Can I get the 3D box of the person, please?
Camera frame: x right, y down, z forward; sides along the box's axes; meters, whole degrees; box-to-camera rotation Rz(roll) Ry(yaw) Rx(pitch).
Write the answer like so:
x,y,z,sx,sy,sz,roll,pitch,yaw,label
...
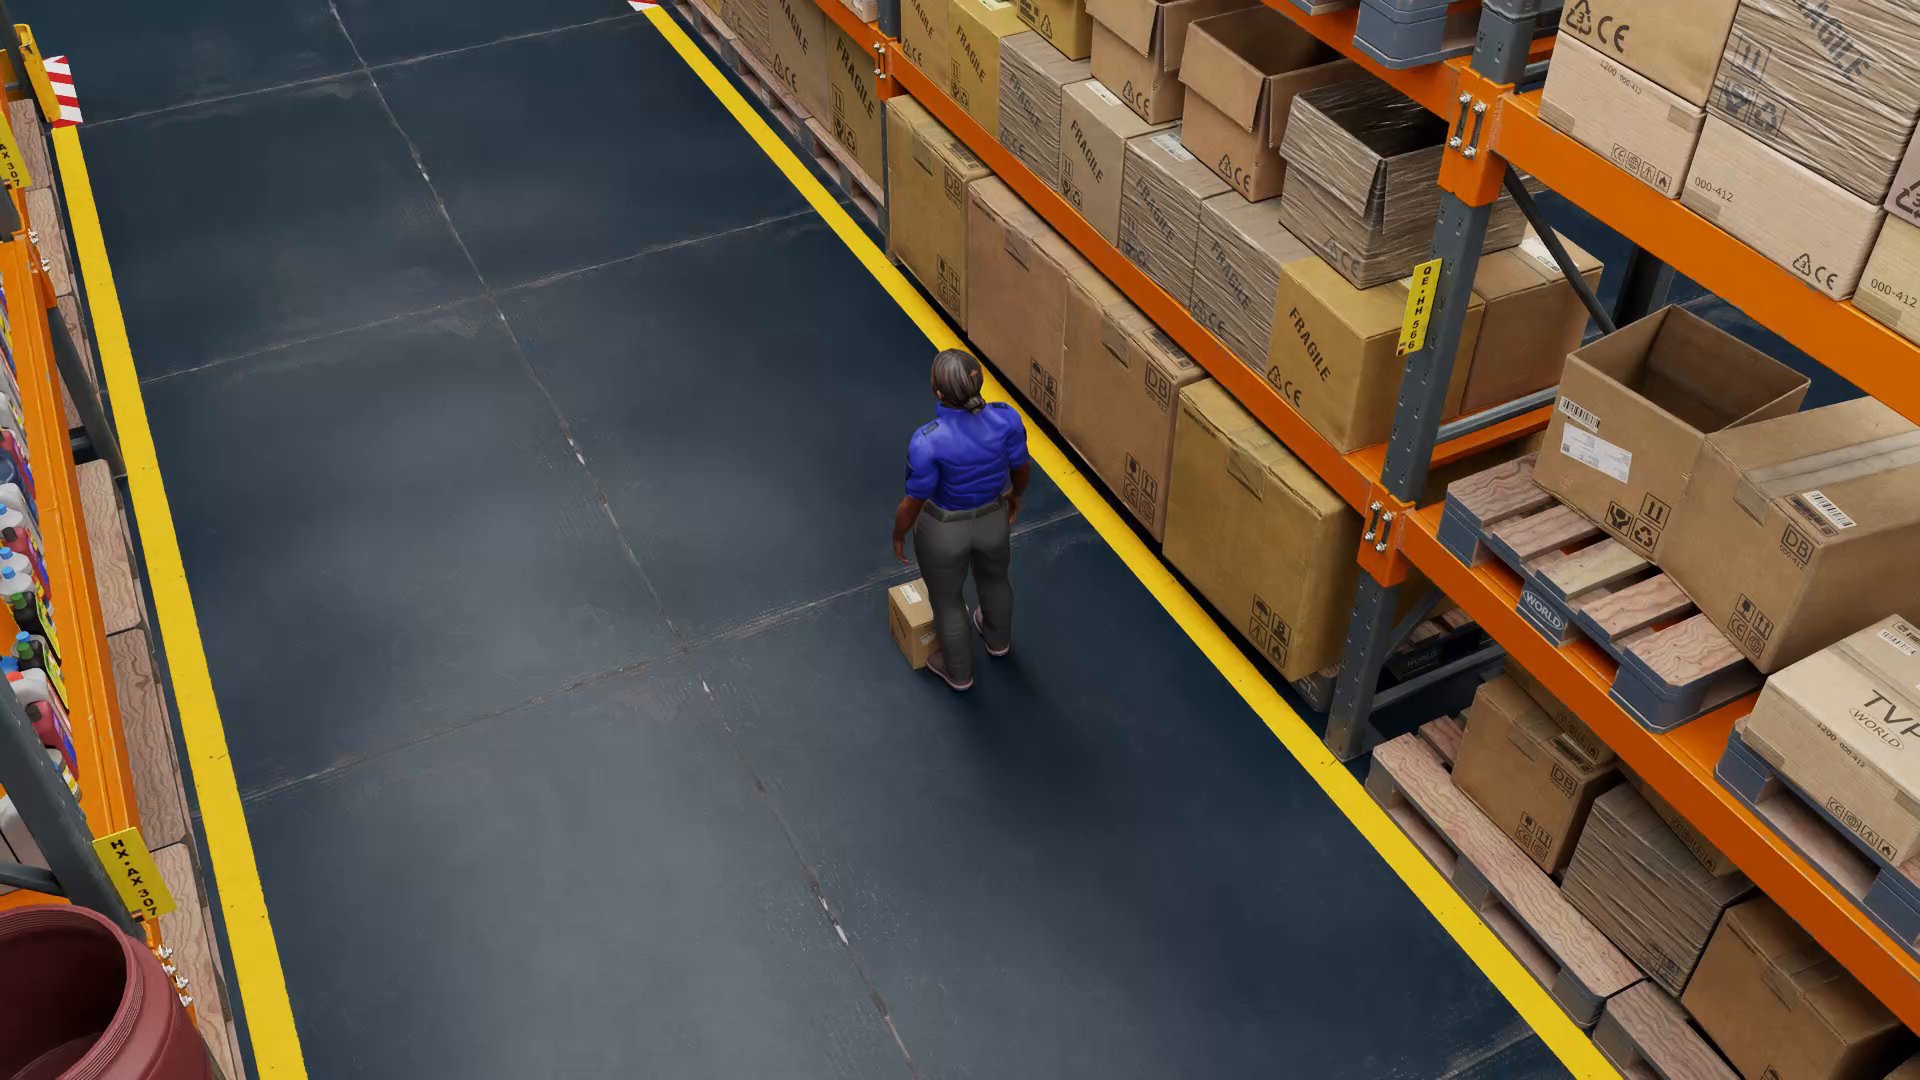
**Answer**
x,y,z,sx,sy,sz,roll,pitch,yaw,label
-0.004,-0.106,6.271,0.548,1.654,0.504,-17,44,-18,person
